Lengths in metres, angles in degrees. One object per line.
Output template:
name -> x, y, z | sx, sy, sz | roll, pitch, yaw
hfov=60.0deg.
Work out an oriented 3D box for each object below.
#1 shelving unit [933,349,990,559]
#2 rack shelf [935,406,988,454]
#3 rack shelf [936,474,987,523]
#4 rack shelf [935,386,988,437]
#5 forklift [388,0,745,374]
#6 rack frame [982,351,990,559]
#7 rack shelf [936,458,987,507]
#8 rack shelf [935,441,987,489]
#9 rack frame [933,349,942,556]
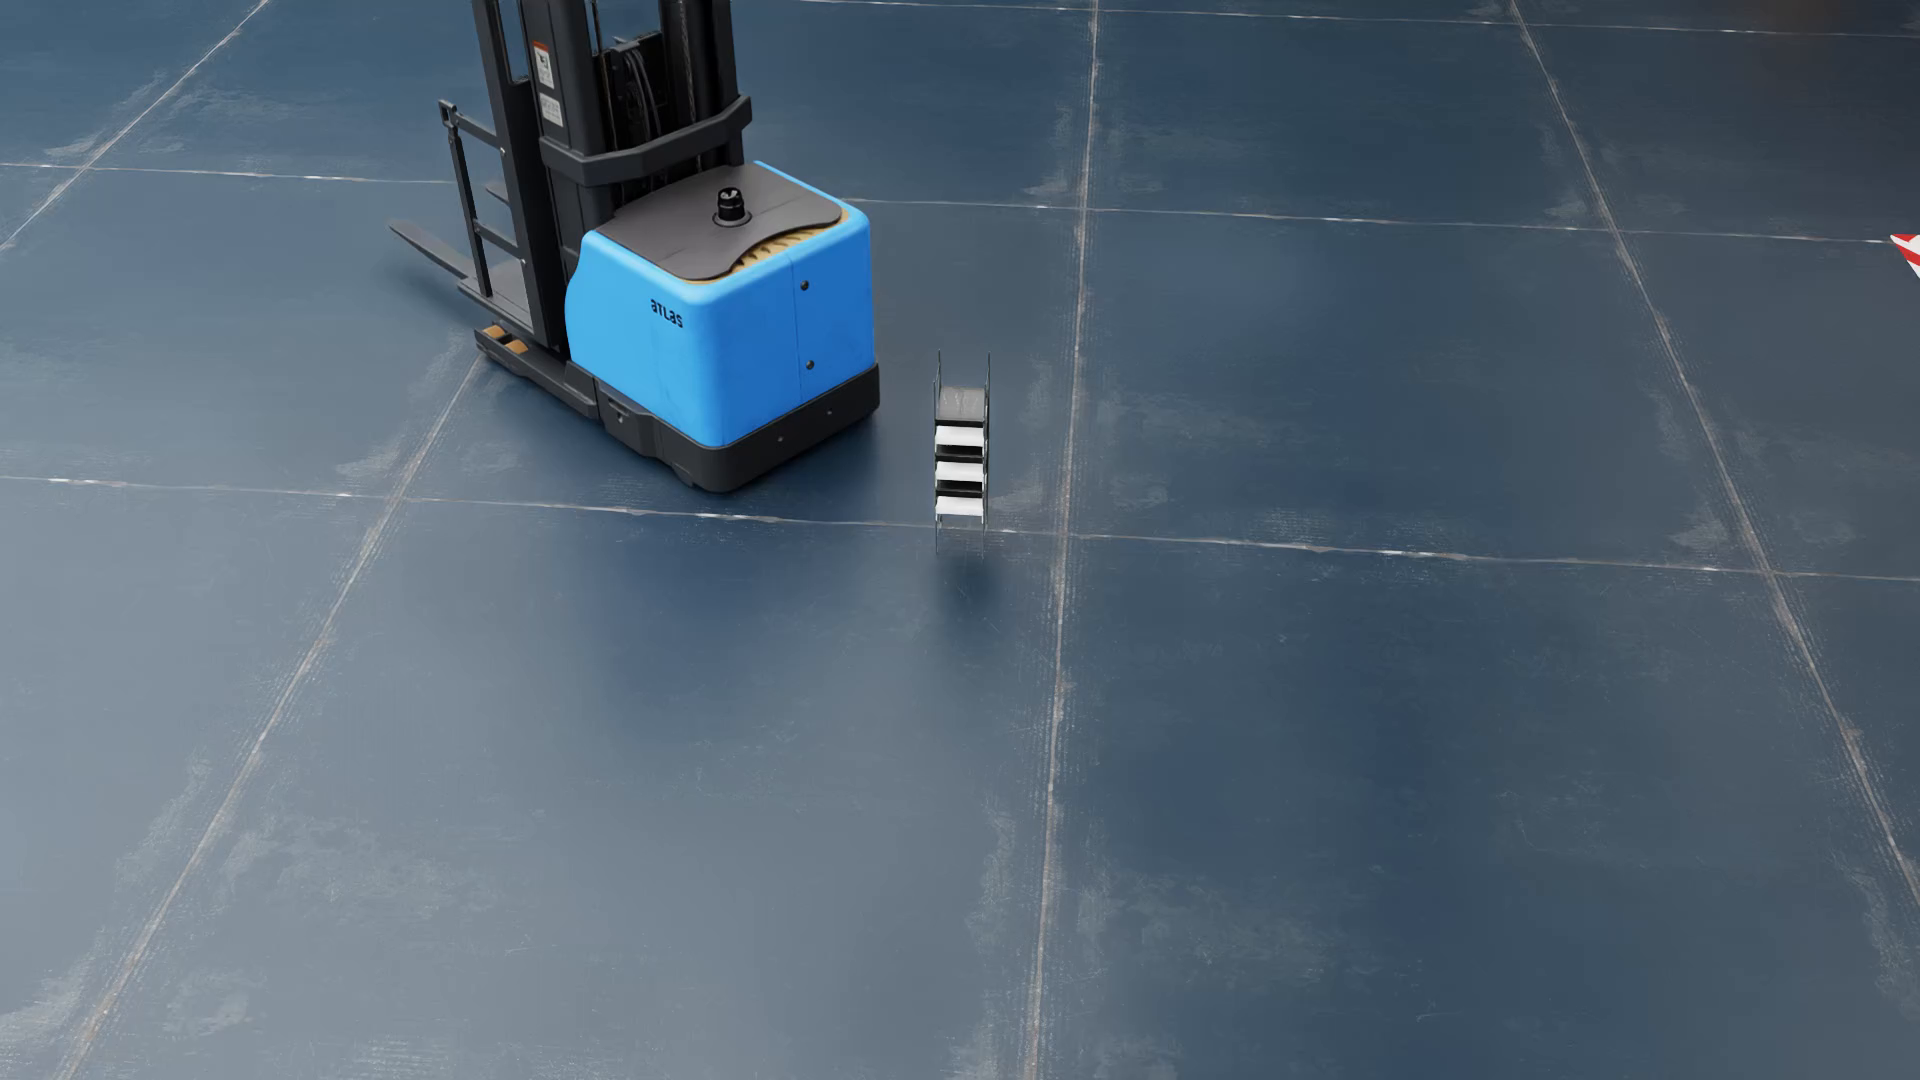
shelving unit -> 0.008, -0.349, 6.965 | 0.210, 0.900, 0.258 | 3, 39, 4
rack shelf -> 0.008, -0.462, 6.873 | 0.200, 0.077, 0.258 | 3, 39, 4
rack shelf -> 0.008, -0.183, 7.100 | 0.200, 0.077, 0.258 | 3, 39, 4
rack shelf -> 0.008, -0.532, 6.816 | 0.200, 0.077, 0.258 | 3, 39, 4
forklift -> -1.819, -2.167, 7.640 | 2.937, 2.867, 1.118 | 32, 49, 33
rack frame -> 0.109, -0.343, 6.959 | 0.006, 0.900, 0.240 | 3, 39, 4
rack shelf -> 0.008, -0.253, 7.043 | 0.200, 0.077, 0.258 | 3, 39, 4
rack shelf -> 0.008, -0.323, 6.986 | 0.200, 0.077, 0.258 | 3, 39, 4
rack frame -> -0.093, -0.354, 6.972 | 0.006, 0.900, 0.240 | 3, 39, 4
